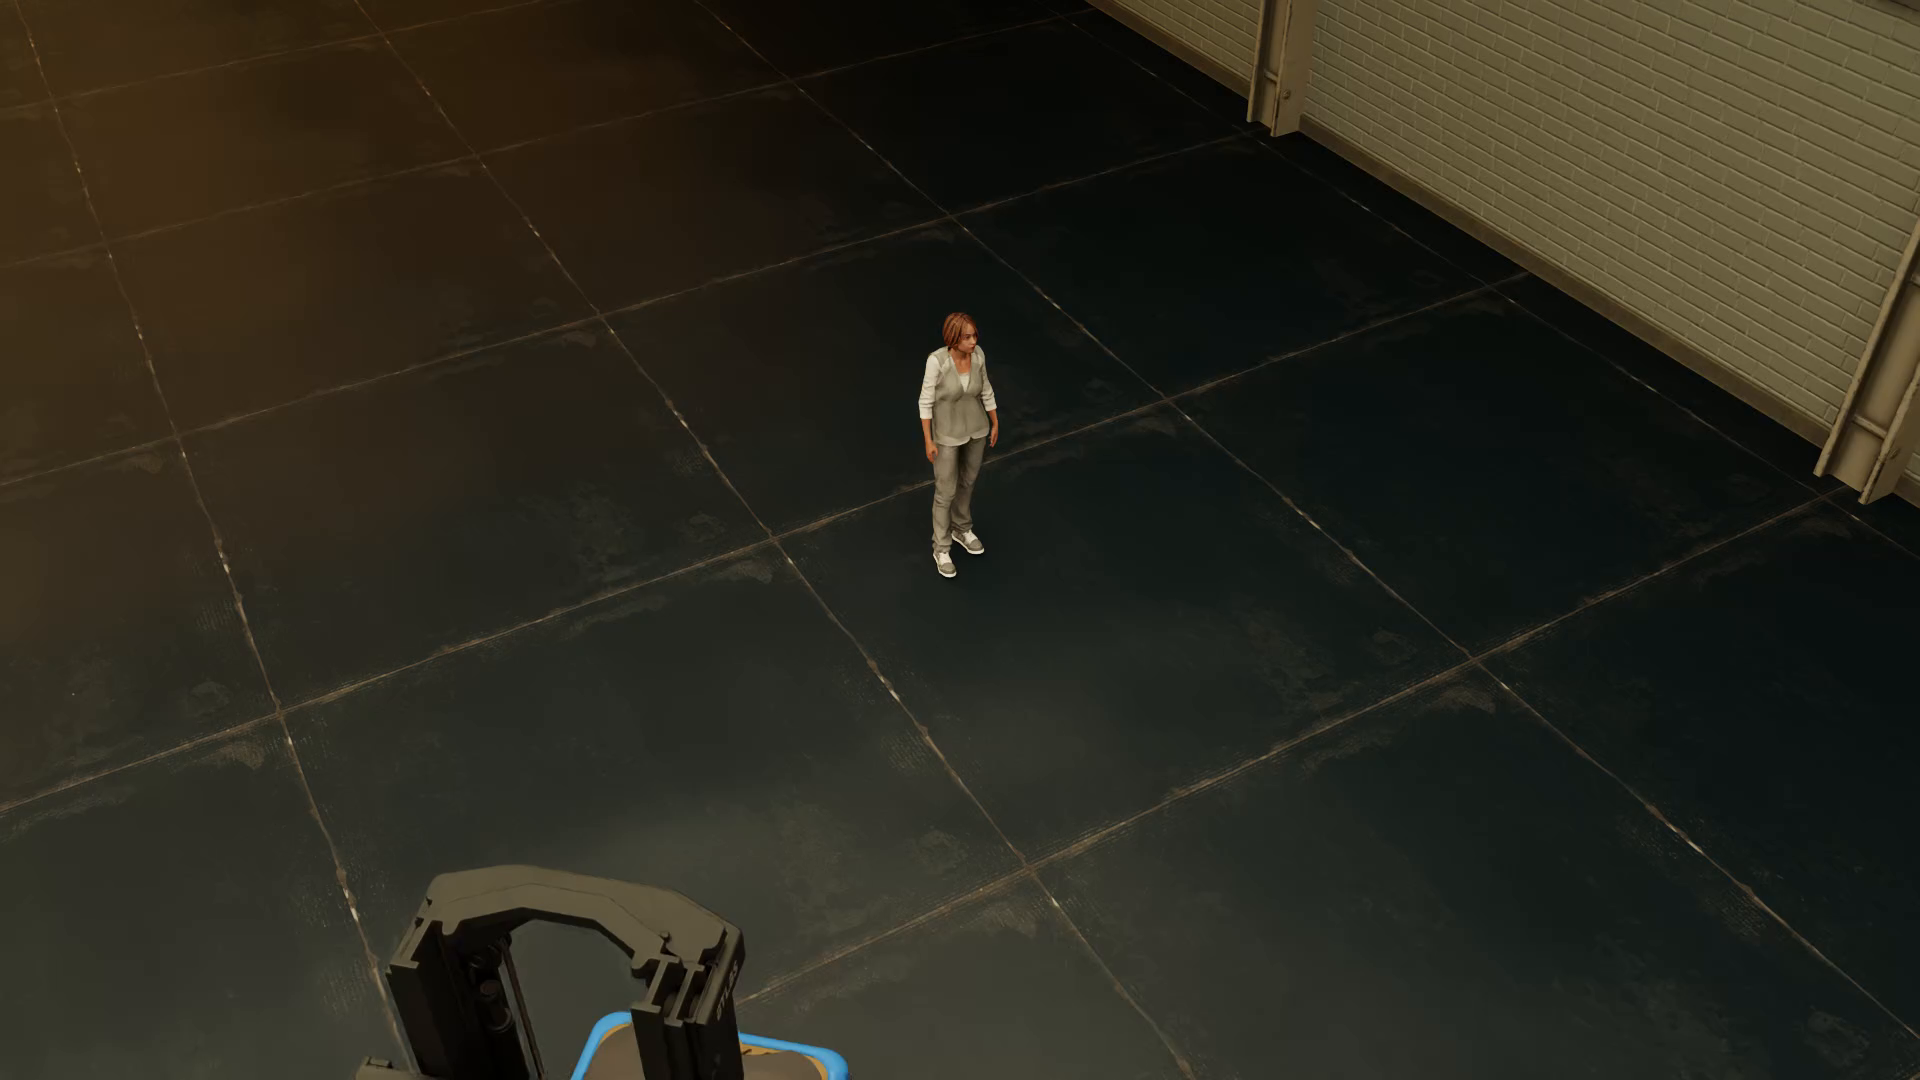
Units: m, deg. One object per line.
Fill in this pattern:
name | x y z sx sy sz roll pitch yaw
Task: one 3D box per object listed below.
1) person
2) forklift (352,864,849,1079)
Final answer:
person | 0.025 -0.575 9.763 0.520 1.597 0.475 -20 44 -23
forklift | -1.209 2.503 5.018 1.130 2.935 3.031 8 40 9
